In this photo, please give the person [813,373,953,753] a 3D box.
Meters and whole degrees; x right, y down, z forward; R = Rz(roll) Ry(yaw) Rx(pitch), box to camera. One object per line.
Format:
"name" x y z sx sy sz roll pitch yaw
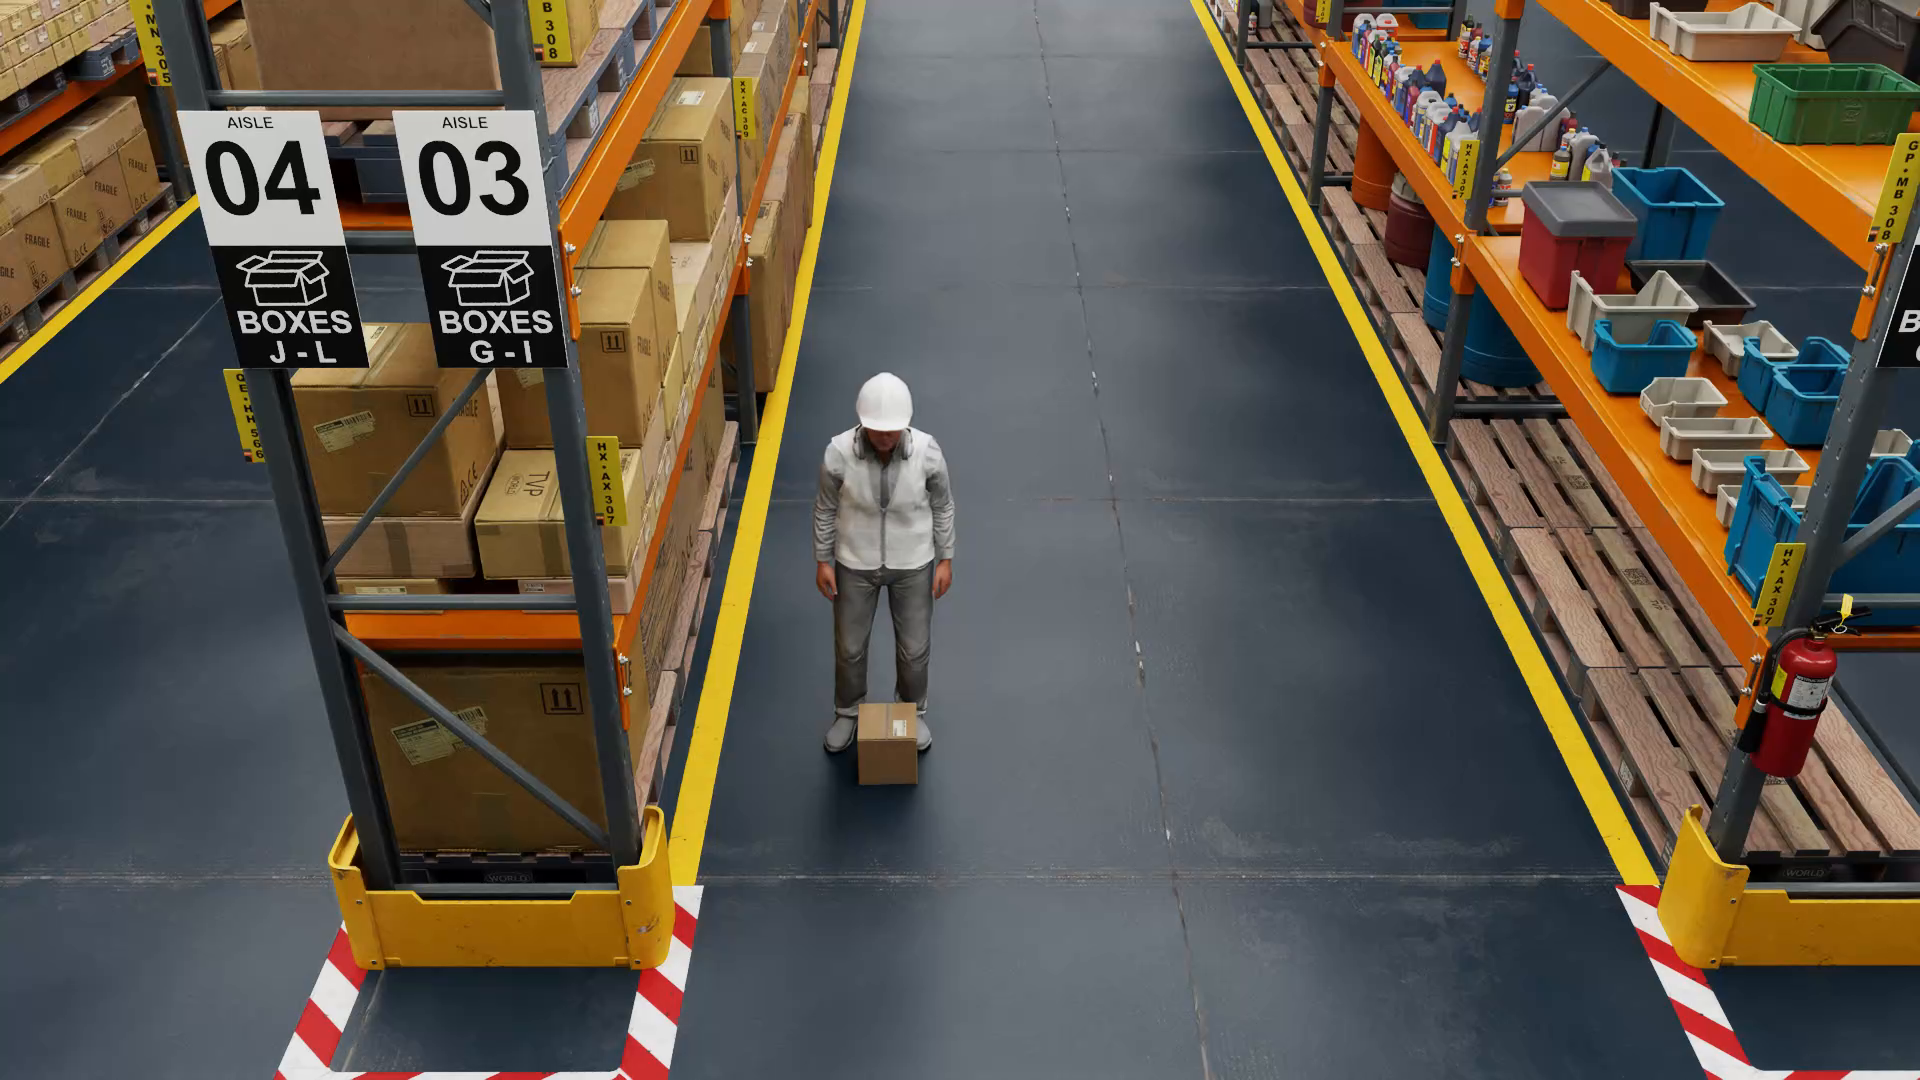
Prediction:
"person" -0.319 0.093 6.956 0.584 1.771 0.466 0 31 -1
